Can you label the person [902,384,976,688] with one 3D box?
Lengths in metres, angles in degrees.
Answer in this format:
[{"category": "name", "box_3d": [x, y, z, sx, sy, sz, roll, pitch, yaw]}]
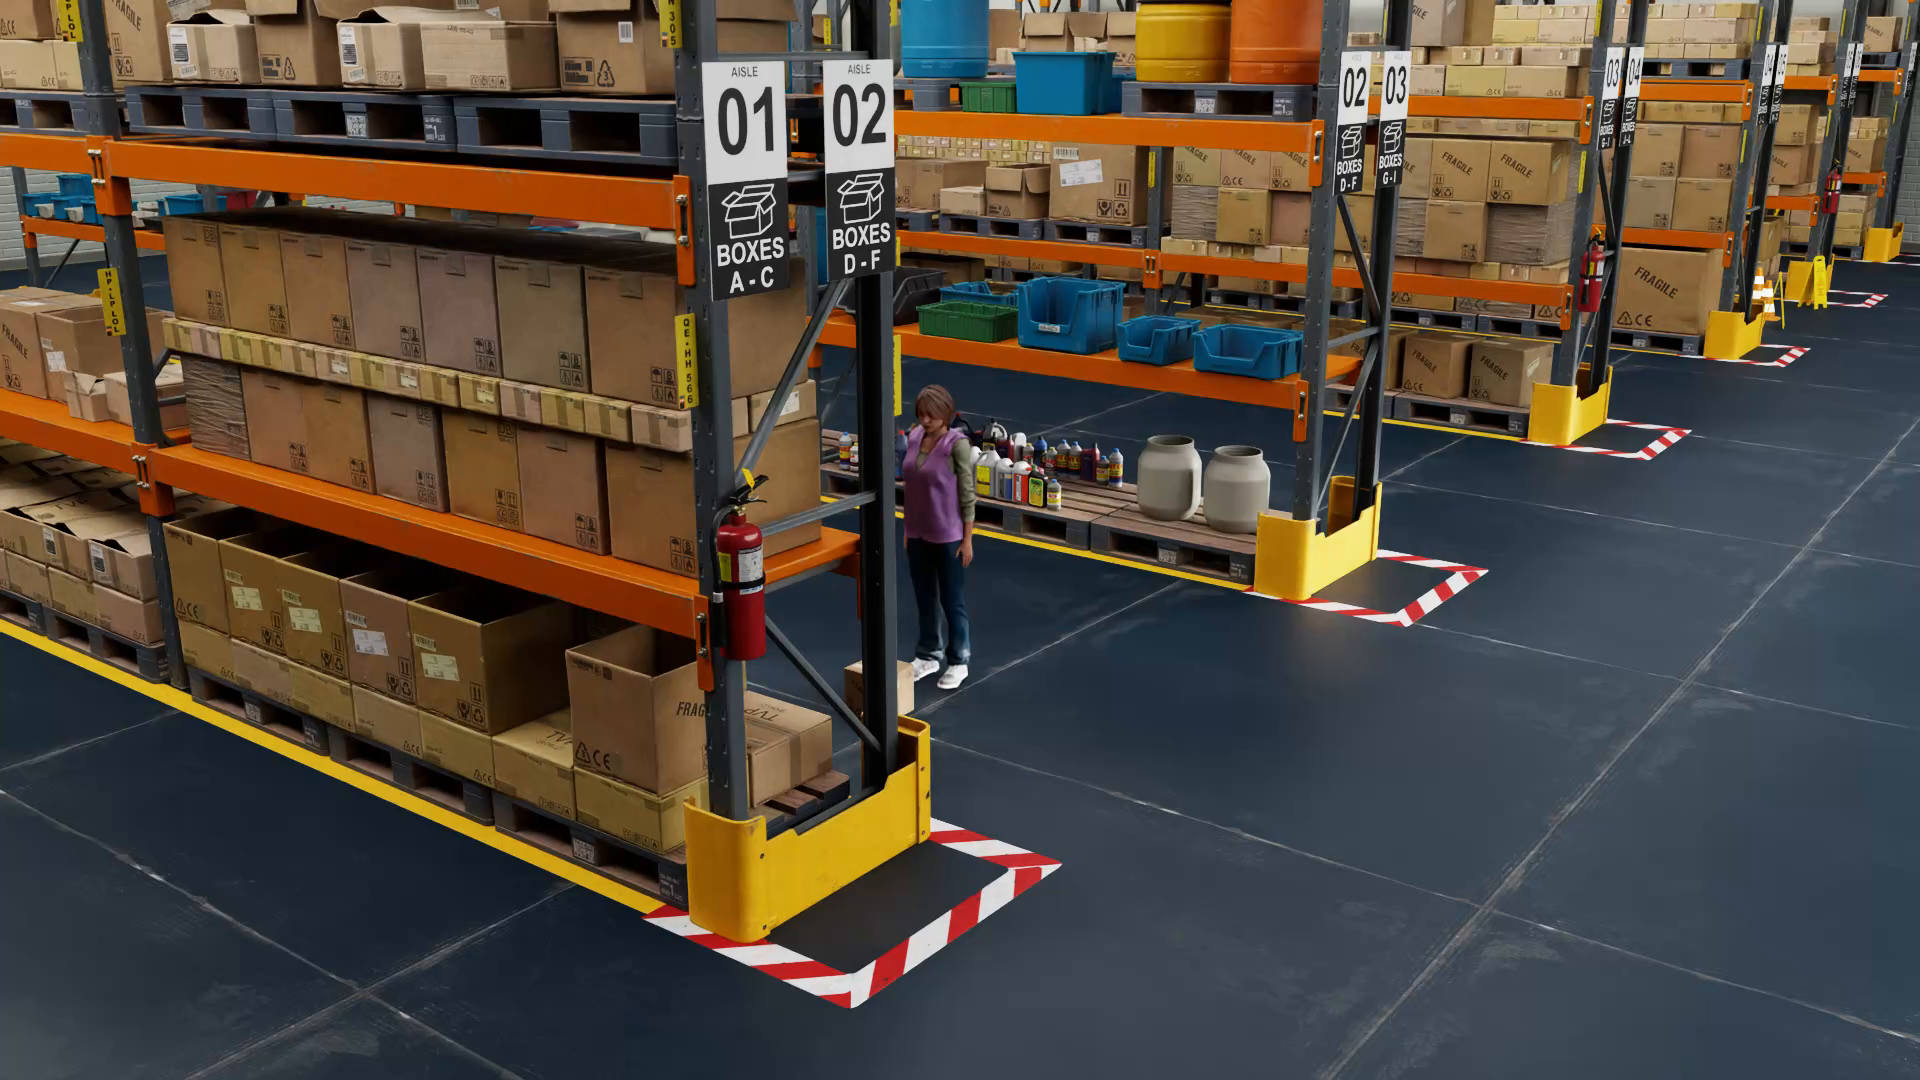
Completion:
[{"category": "person", "box_3d": [-0.106, -0.016, 8.562, 0.419, 1.598, 0.334, 13, 21, 36]}]
